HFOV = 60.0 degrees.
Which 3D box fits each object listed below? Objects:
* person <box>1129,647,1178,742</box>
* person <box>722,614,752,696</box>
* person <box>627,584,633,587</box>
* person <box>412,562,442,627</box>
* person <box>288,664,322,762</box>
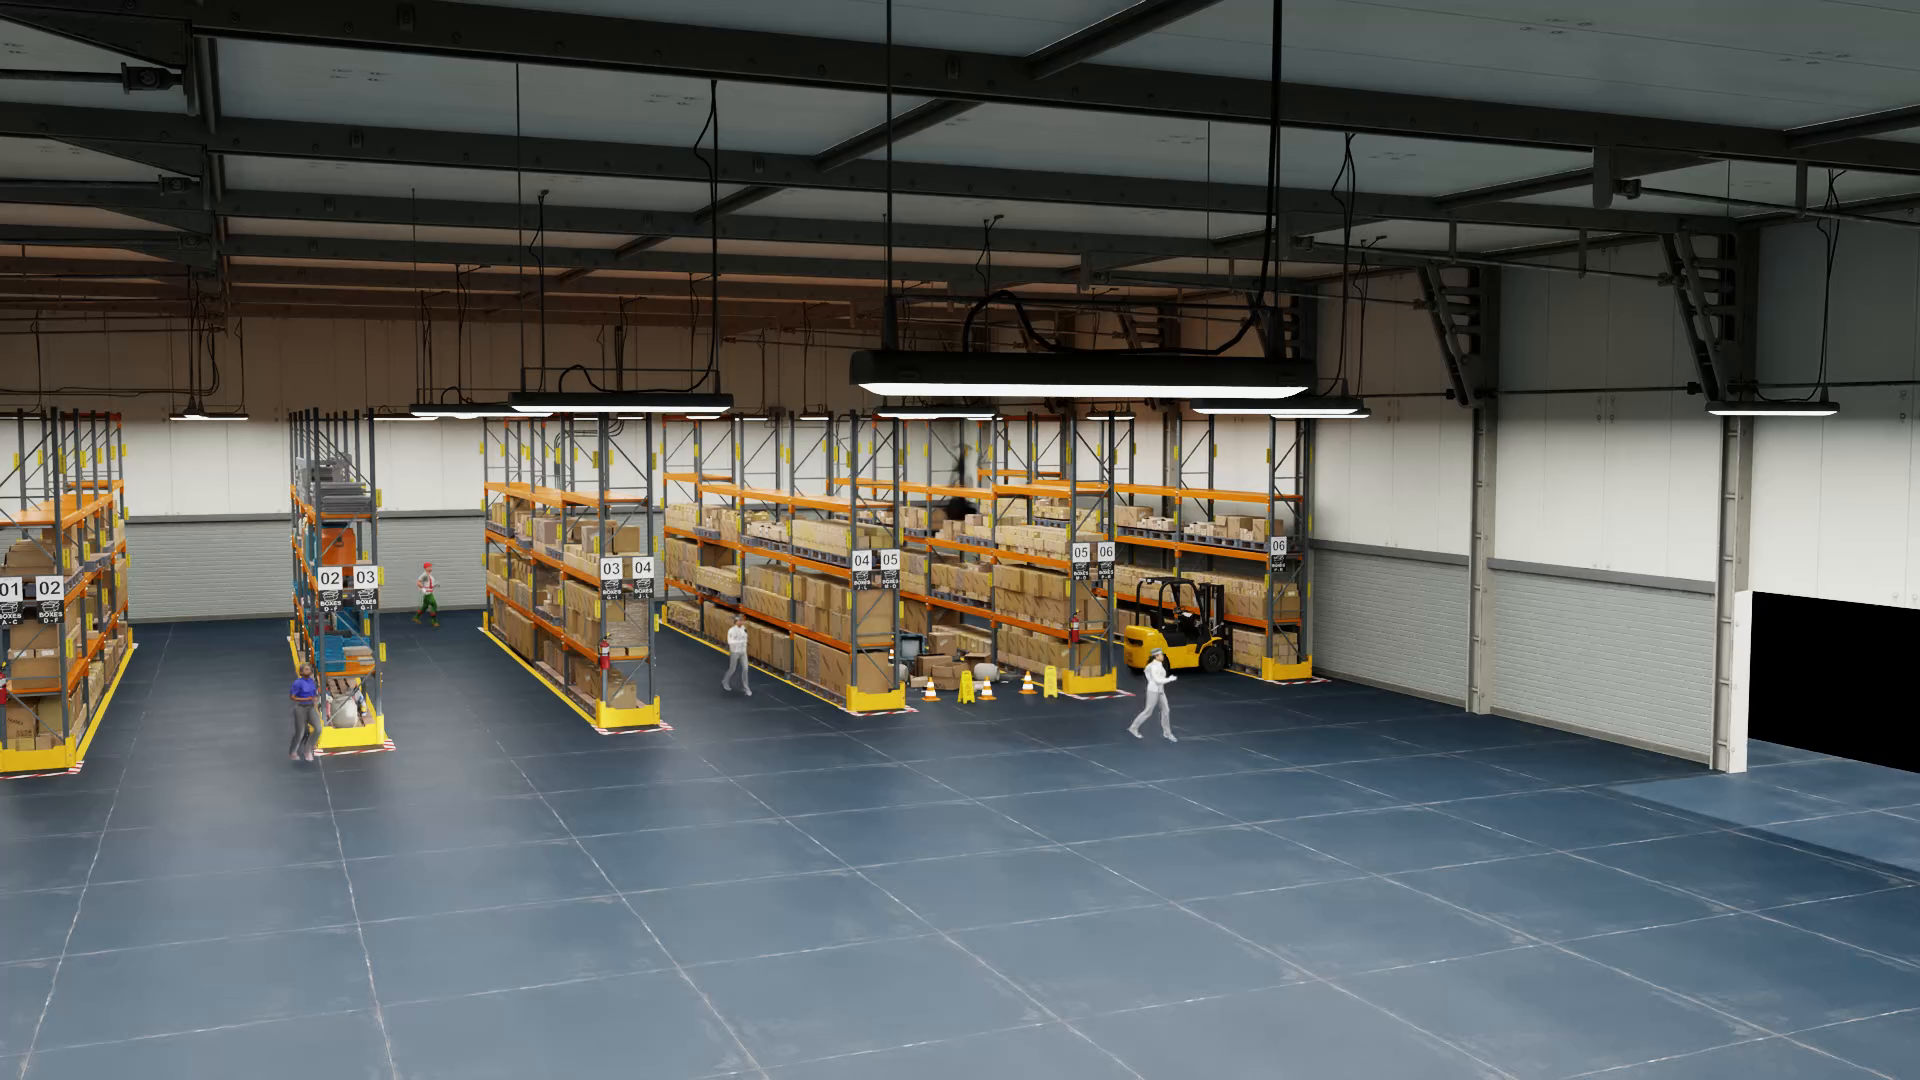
[{"bbox_3d":[3.482,2.764,29.909,0.883,1.720,0.589,1,4,18],"label":"person"},{"bbox_3d":[-4.706,2.391,35.142,0.597,1.702,0.919,-4,5,-42],"label":"person"},{"bbox_3d":[-9.202,1.644,46.197,0.688,1.783,0.800,-1,4,-17],"label":"person"},{"bbox_3d":[-15.048,1.540,46.885,0.832,1.833,0.646,-1,4,-8],"label":"person"},{"bbox_3d":[-11.086,2.942,28.162,0.631,1.681,0.604,2,4,25],"label":"person"}]
